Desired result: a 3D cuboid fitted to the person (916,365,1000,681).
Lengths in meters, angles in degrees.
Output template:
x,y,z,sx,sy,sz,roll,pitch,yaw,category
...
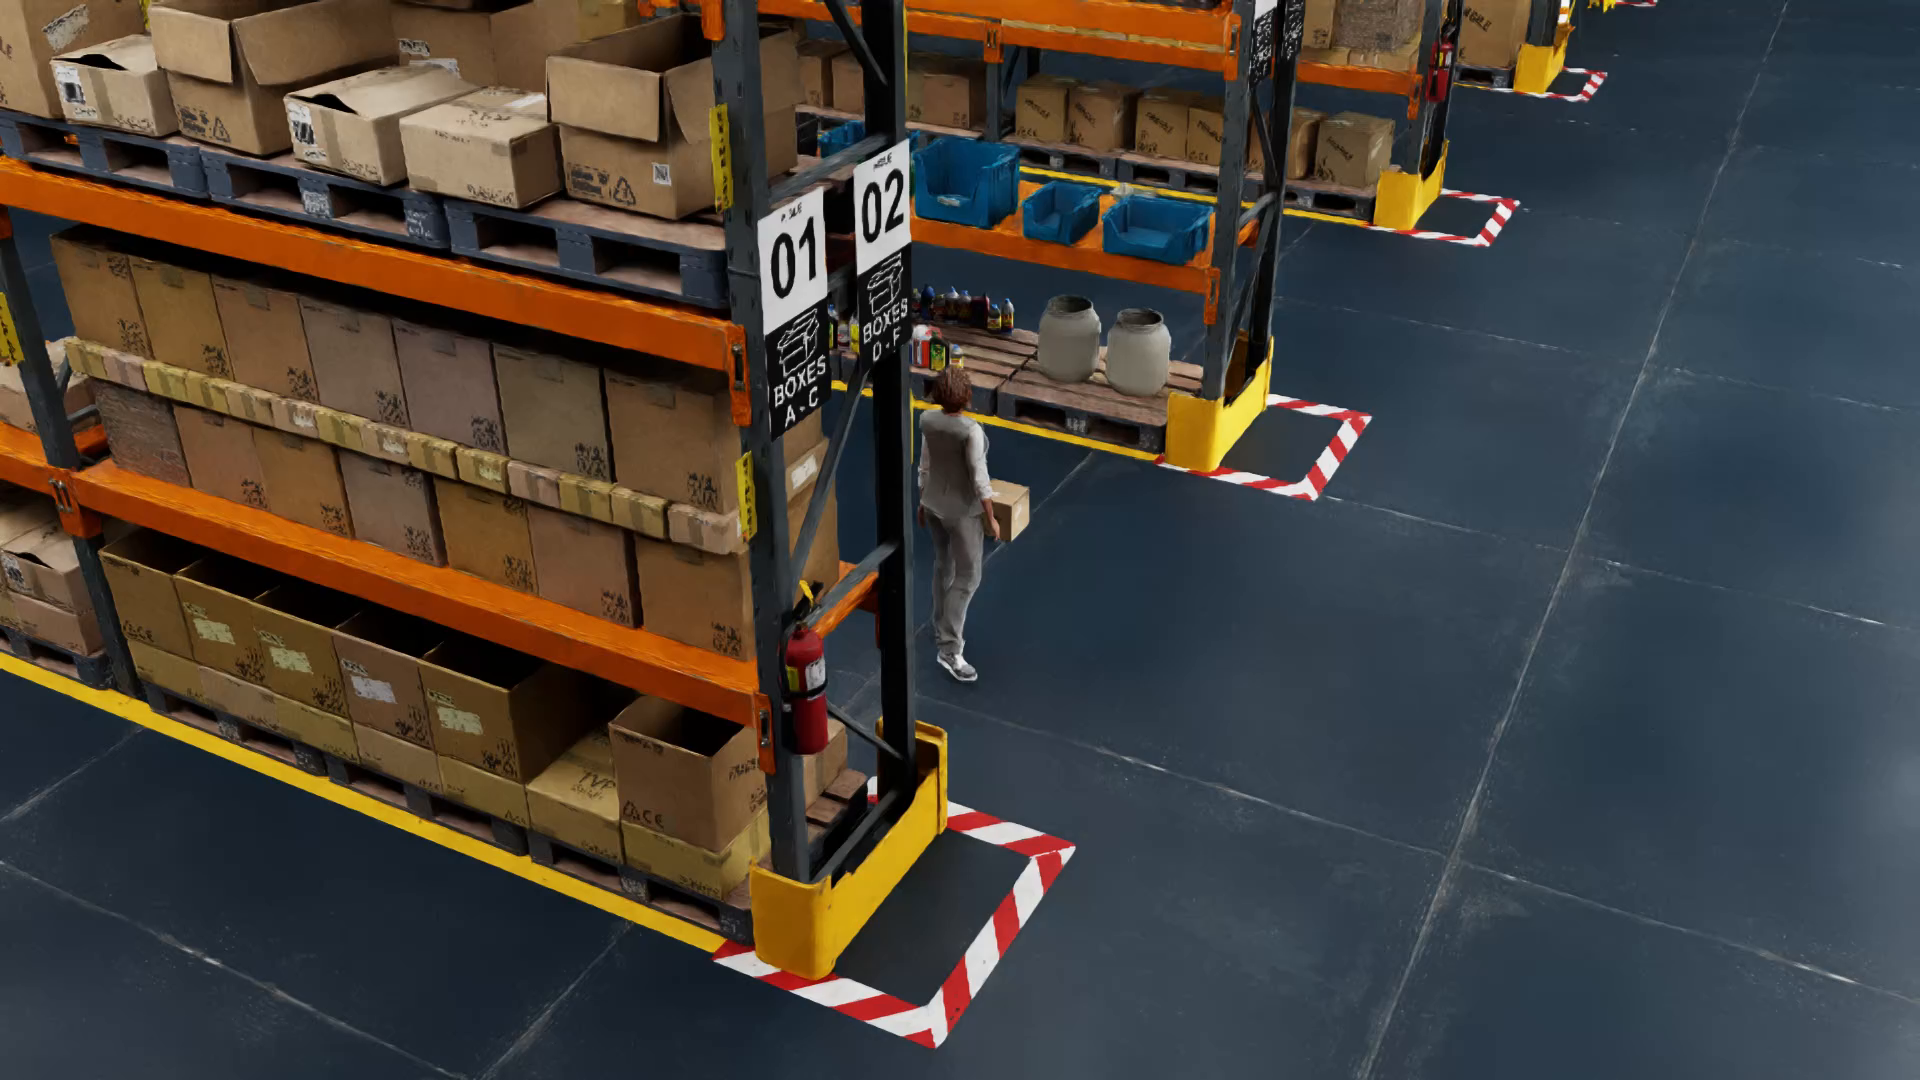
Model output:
x,y,z,sx,sy,sz,roll,pitch,yaw,category
0.003,-0.094,8.452,0.448,1.590,0.592,-25,39,-36,person
